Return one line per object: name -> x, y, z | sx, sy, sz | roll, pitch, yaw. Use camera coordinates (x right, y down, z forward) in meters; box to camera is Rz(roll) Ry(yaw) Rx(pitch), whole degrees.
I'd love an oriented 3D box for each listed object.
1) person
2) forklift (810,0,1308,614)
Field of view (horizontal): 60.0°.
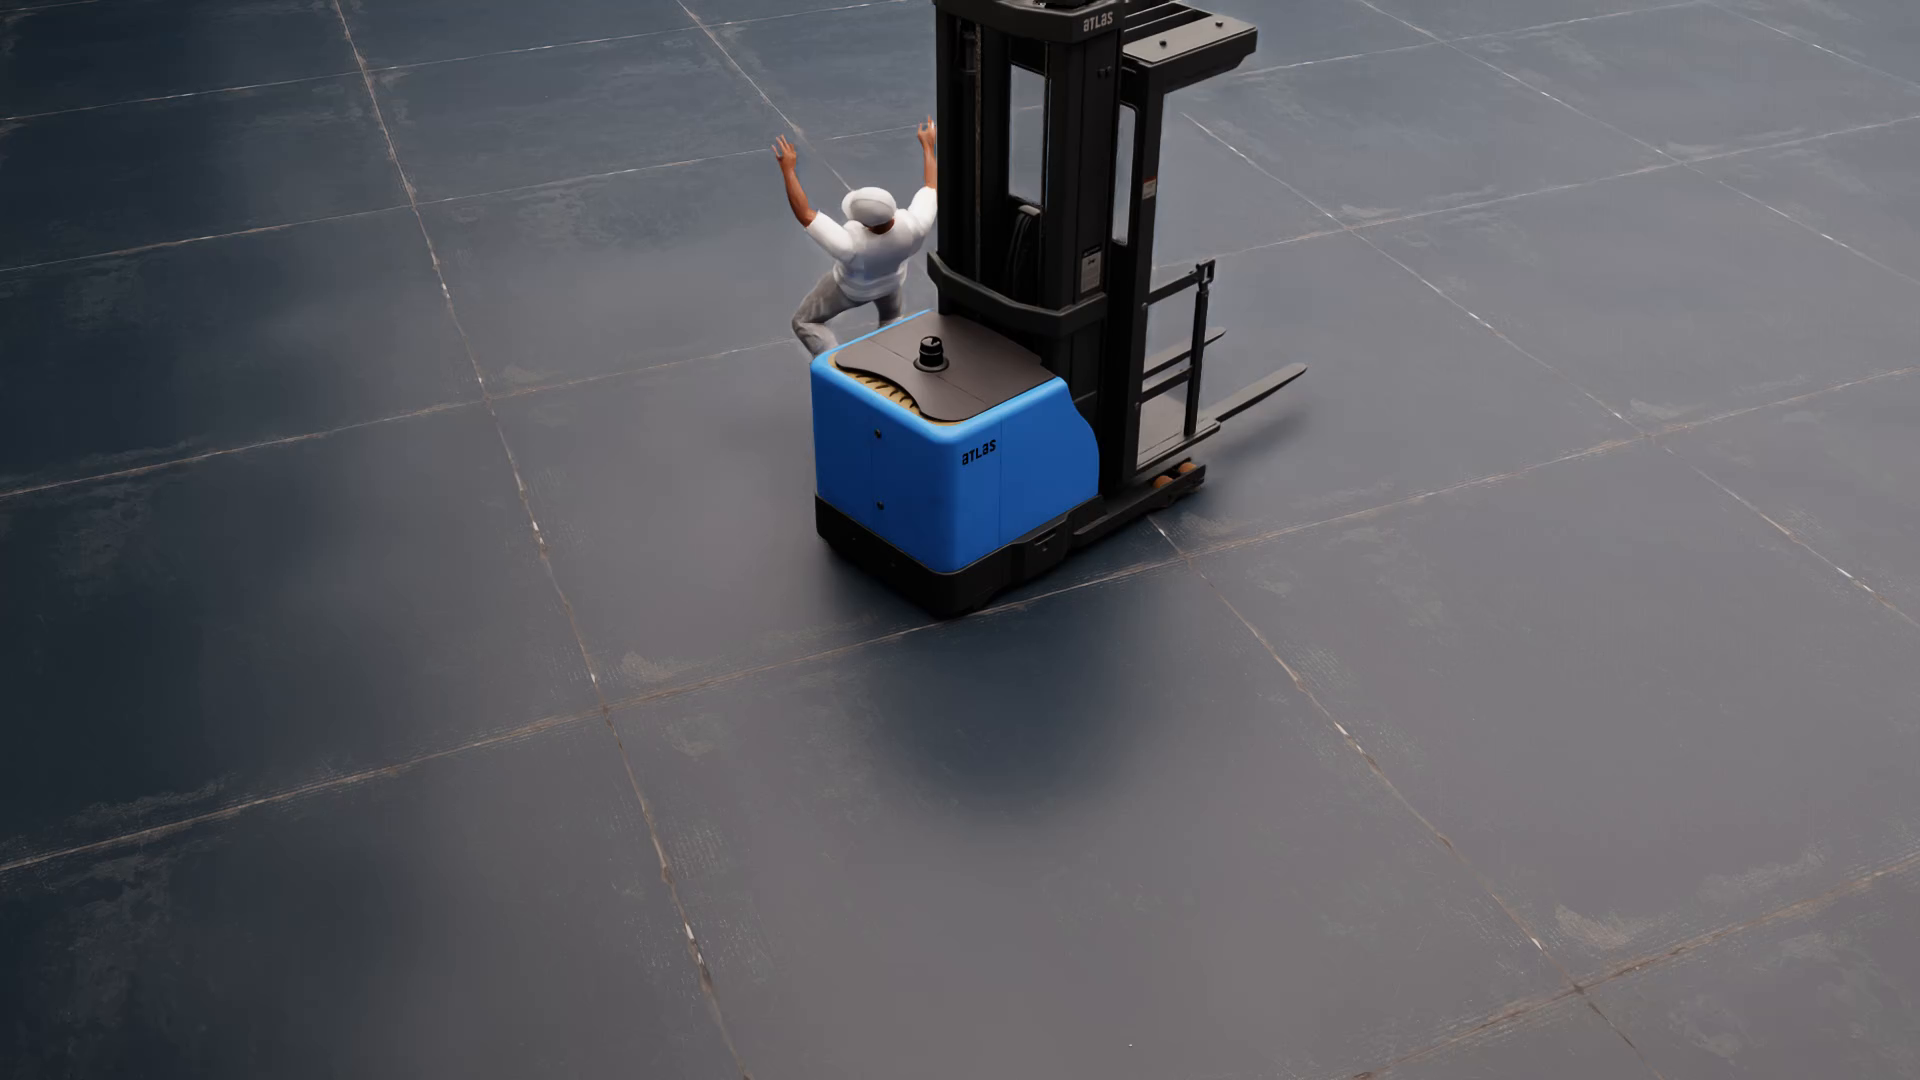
person -> -0.460, -1.512, 9.333 | 1.039, 1.651, 0.742 | -18, 39, -24
forklift -> 0.685, -1.570, 8.306 | 3.031, 2.935, 1.130 | -28, 44, -34
